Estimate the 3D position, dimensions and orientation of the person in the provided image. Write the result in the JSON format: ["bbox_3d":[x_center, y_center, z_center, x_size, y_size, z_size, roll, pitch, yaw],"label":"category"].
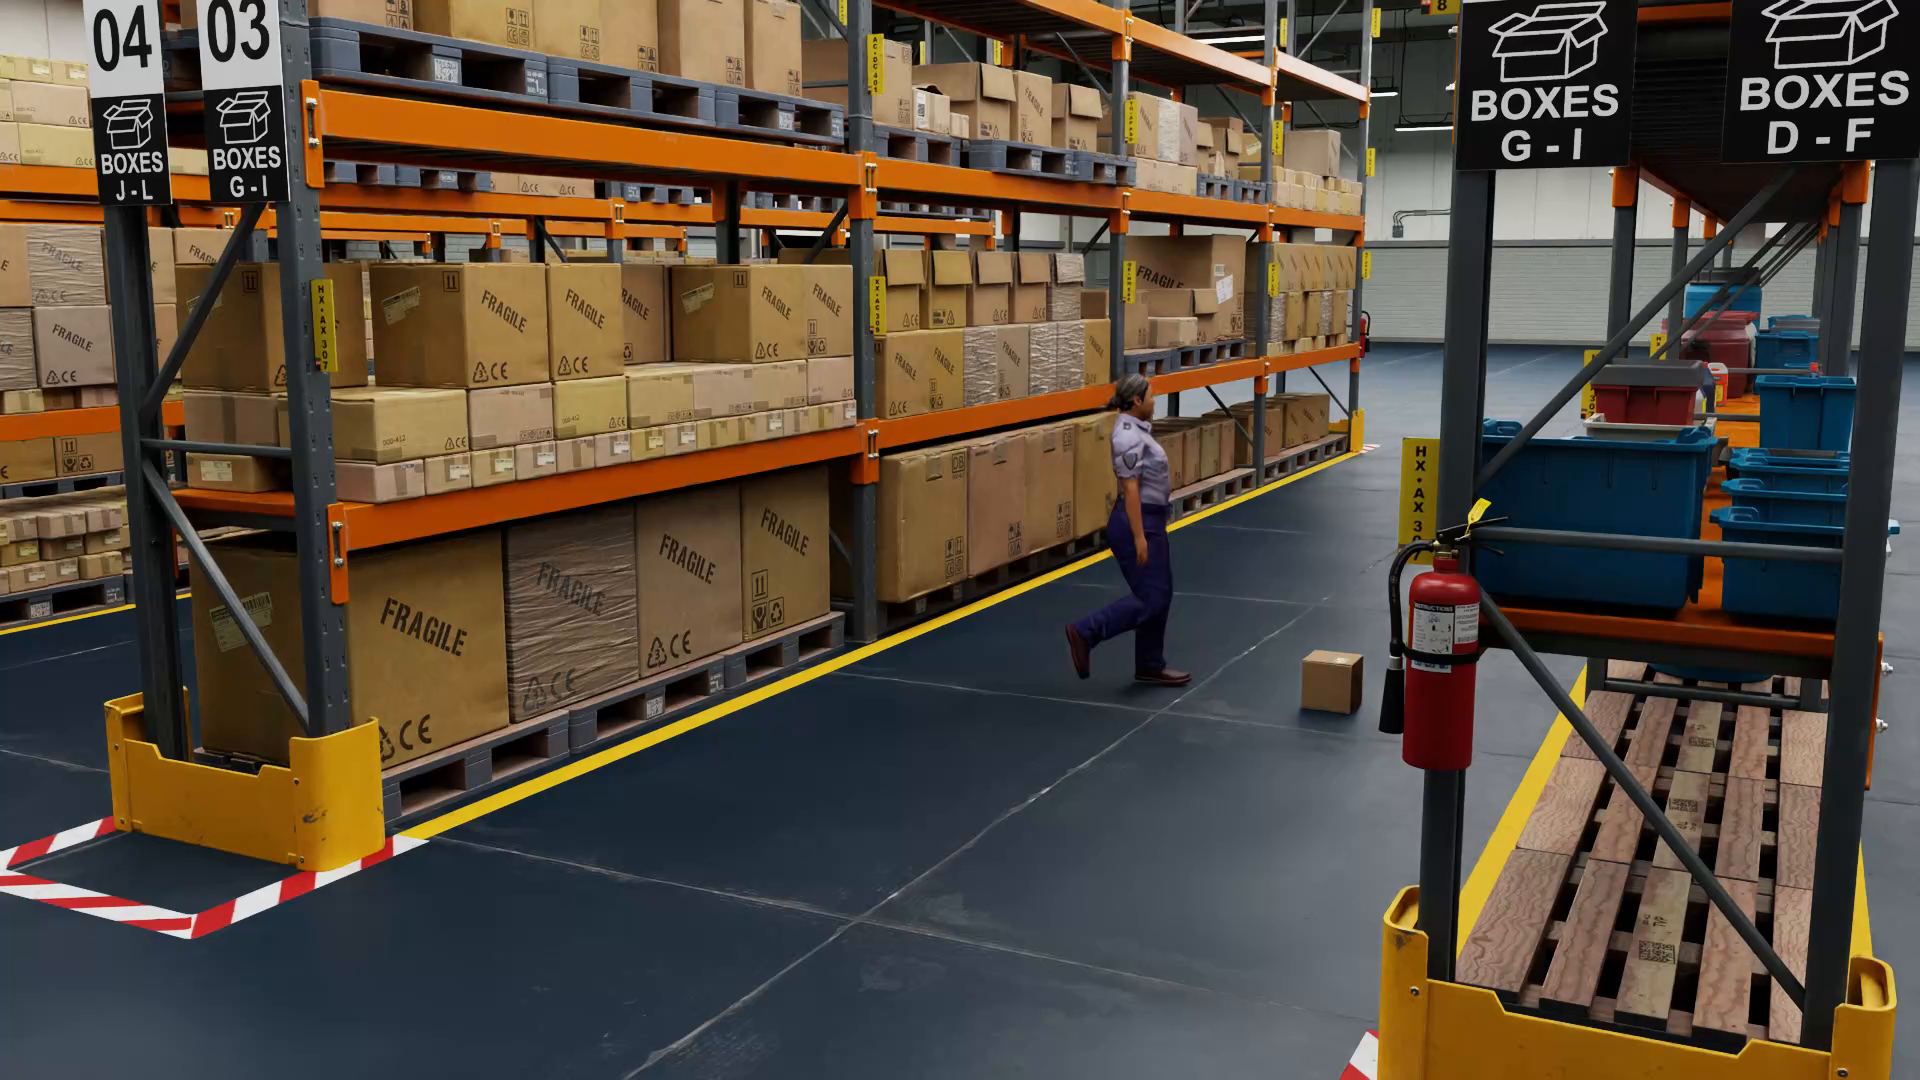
[{"bbox_3d":[0.887,-0.044,8.621,0.649,1.636,0.480,1,9,8],"label":"person"}]
